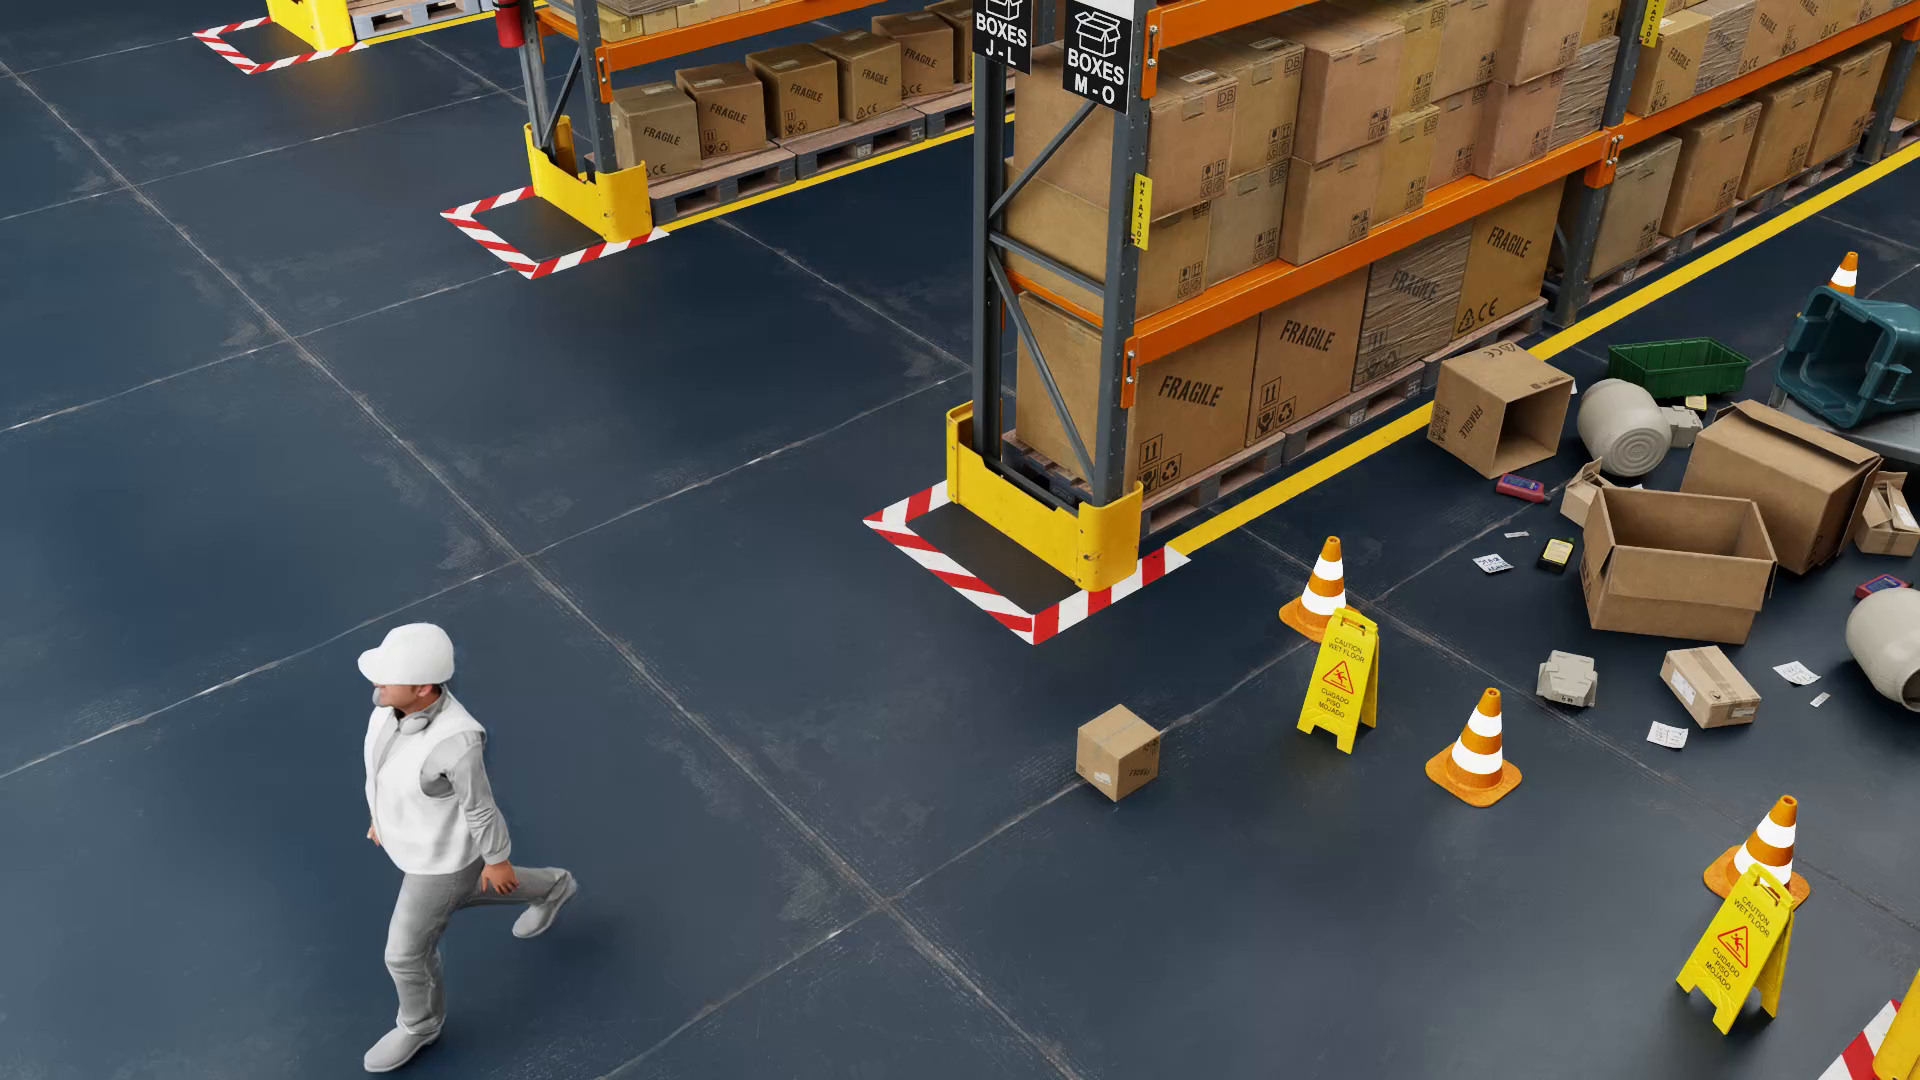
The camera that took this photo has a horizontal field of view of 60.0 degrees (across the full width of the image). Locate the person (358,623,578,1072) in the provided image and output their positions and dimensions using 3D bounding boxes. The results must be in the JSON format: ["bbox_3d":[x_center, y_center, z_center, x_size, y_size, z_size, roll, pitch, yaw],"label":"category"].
[{"bbox_3d":[-1.785,0.983,5.692,0.949,1.732,0.552,-24,42,-30],"label":"person"}]
